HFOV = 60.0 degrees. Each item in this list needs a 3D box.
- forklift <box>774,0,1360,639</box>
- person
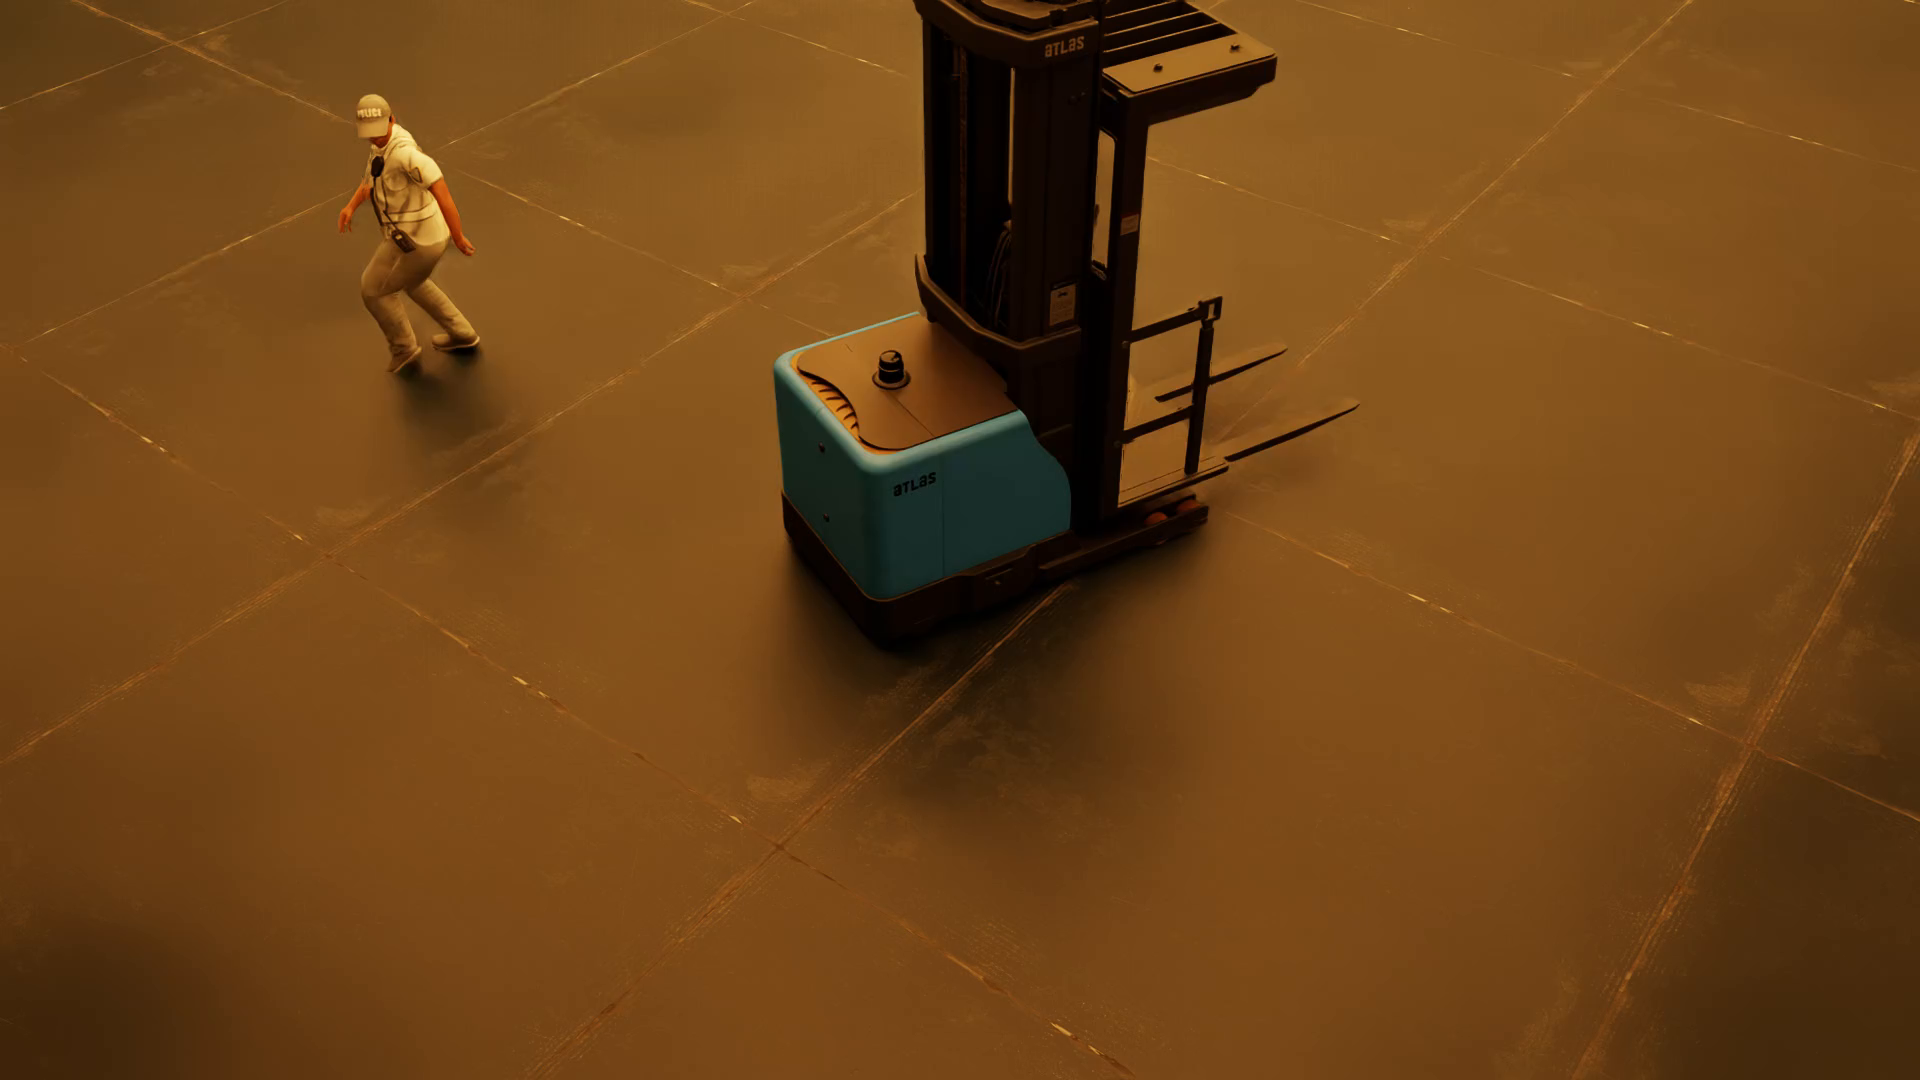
[{"bbox_3d":[0.656,-1.364,7.674,3.031,2.935,1.130,-21,45,-23],"label":"forklift"},{"bbox_3d":[-2.993,-1.656,9.092,0.736,1.665,0.569,-5,41,-6],"label":"person"}]
